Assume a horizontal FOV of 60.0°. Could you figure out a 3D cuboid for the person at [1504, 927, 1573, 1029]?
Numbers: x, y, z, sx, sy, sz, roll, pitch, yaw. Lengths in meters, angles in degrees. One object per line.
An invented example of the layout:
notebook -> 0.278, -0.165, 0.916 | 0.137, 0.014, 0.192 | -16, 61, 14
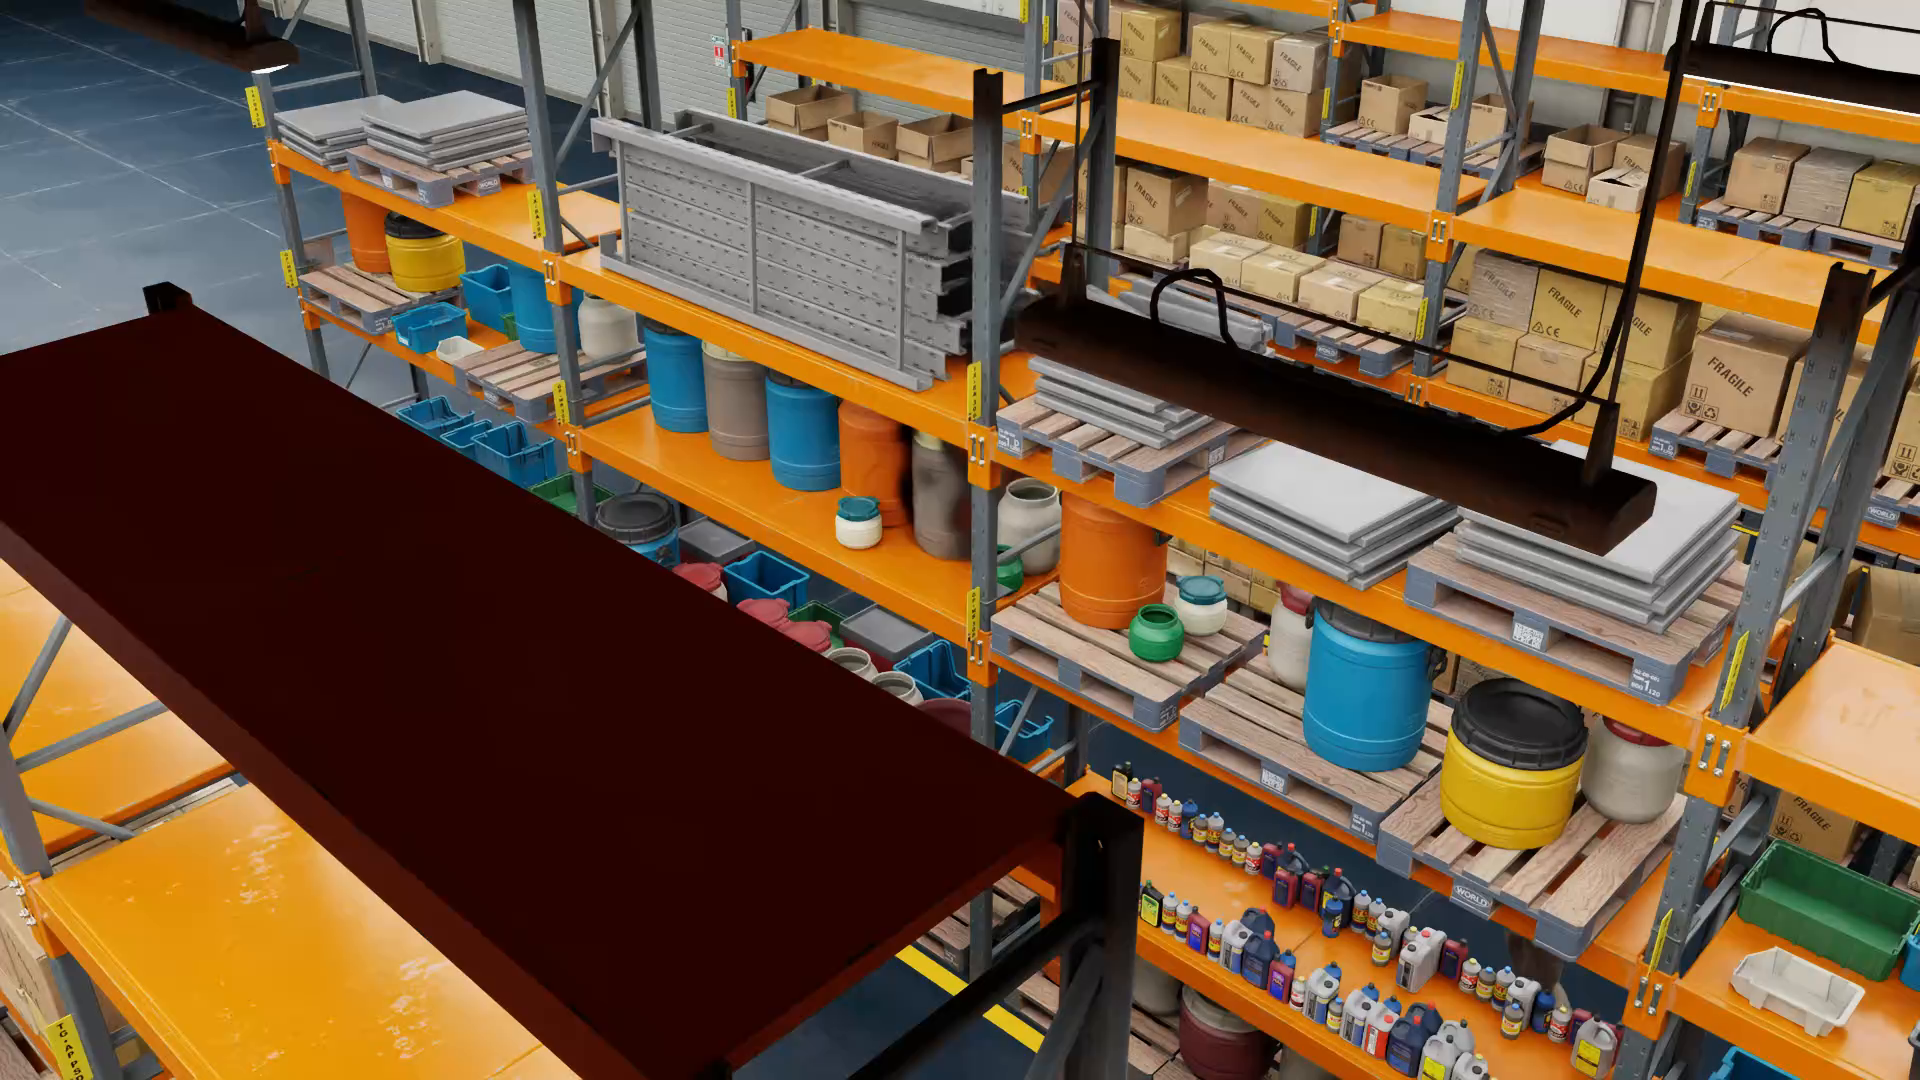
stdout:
person -> 3.616, 2.407, 10.276 | 0.818, 1.761, 0.590 | 26, 38, 38
